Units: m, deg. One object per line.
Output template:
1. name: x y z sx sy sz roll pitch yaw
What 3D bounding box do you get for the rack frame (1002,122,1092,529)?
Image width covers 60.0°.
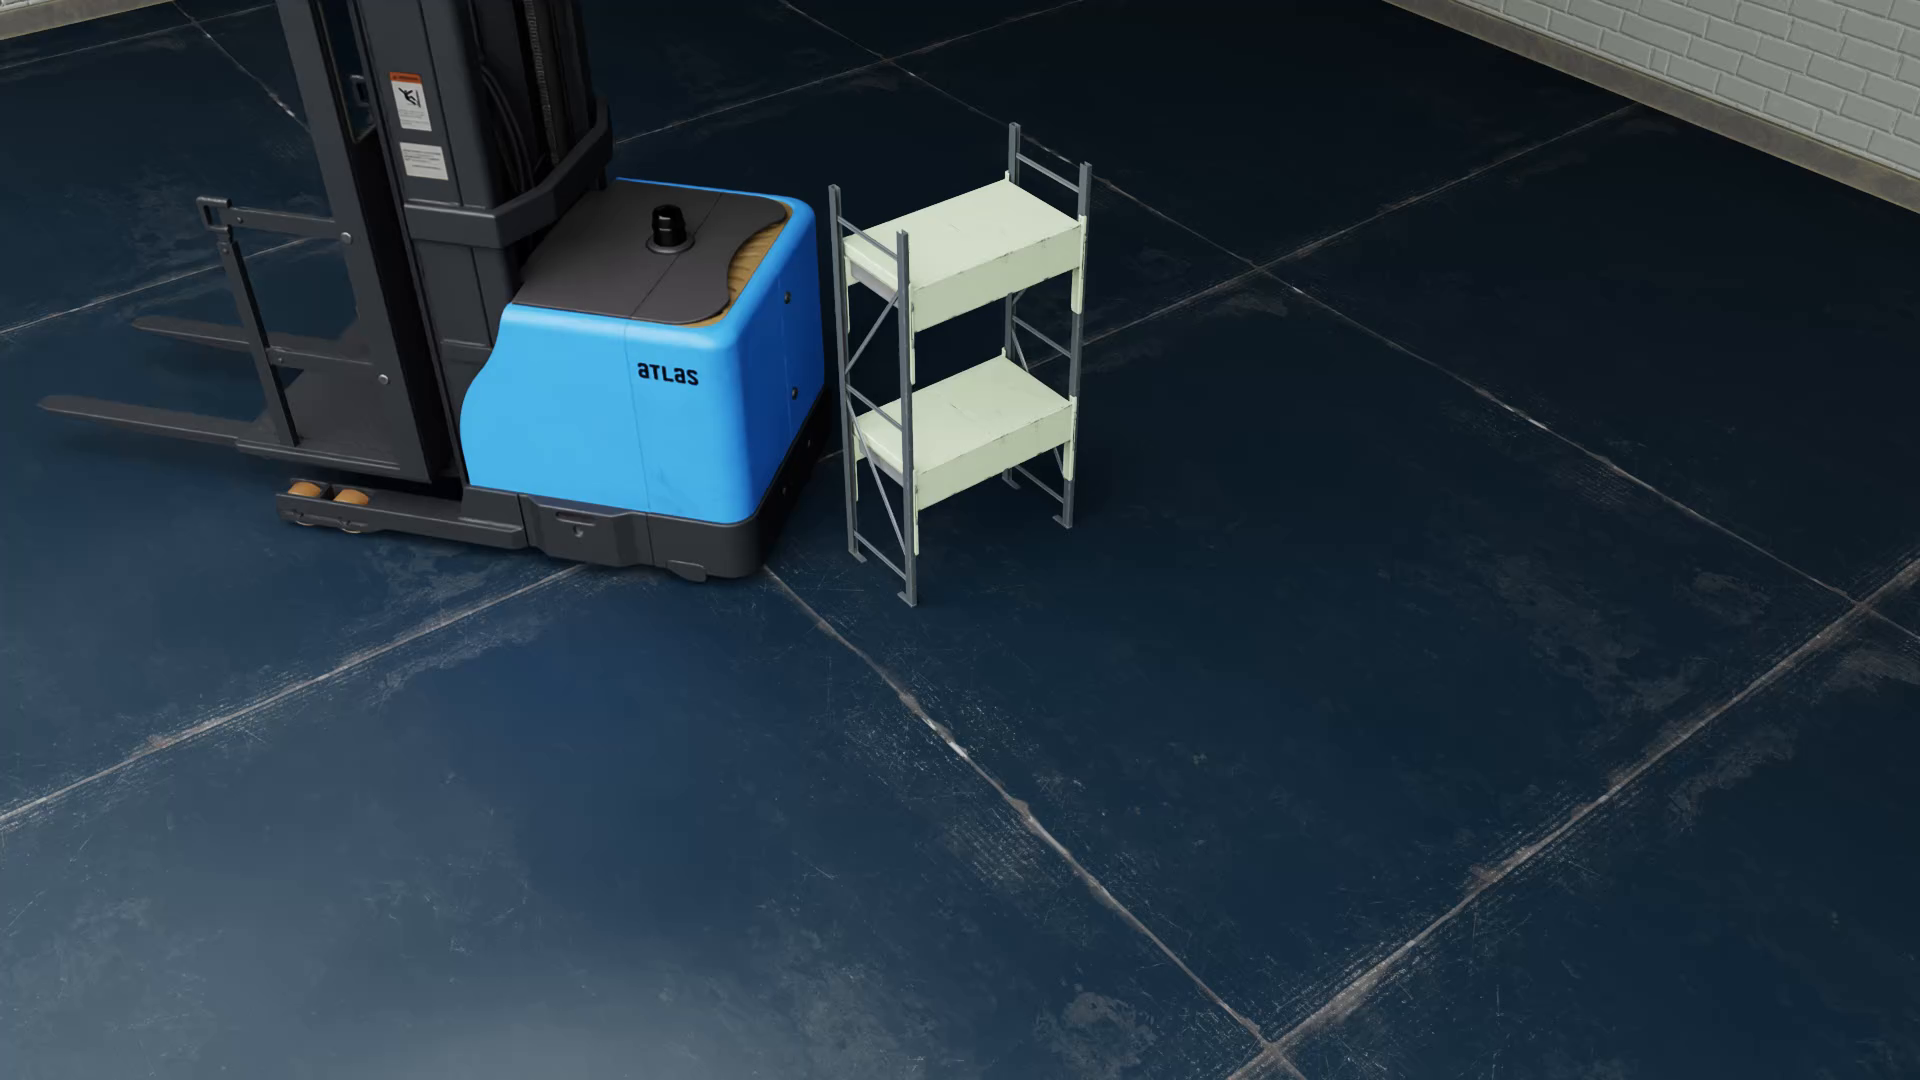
1. rack frame: 0.295 -0.724 5.950 0.023 1.500 0.400 -26 46 -28

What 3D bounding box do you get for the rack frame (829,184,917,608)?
1. rack frame: -0.285 -0.441 5.605 0.023 1.500 0.400 -26 46 -28

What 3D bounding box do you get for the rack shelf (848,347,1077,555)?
1. rack shelf: 0.005 -0.330 5.984 0.720 0.370 0.431 -26 46 -28

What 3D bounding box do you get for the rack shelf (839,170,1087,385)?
1. rack shelf: 0.005 -0.884 5.530 0.720 0.370 0.431 -26 46 -28

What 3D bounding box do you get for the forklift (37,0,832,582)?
1. forklift: -2.088 -1.474 5.736 3.031 2.935 1.130 9 40 10

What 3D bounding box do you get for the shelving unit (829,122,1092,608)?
1. shelving unit: 0.005 -0.582 5.777 0.755 1.500 0.431 -26 46 -28
